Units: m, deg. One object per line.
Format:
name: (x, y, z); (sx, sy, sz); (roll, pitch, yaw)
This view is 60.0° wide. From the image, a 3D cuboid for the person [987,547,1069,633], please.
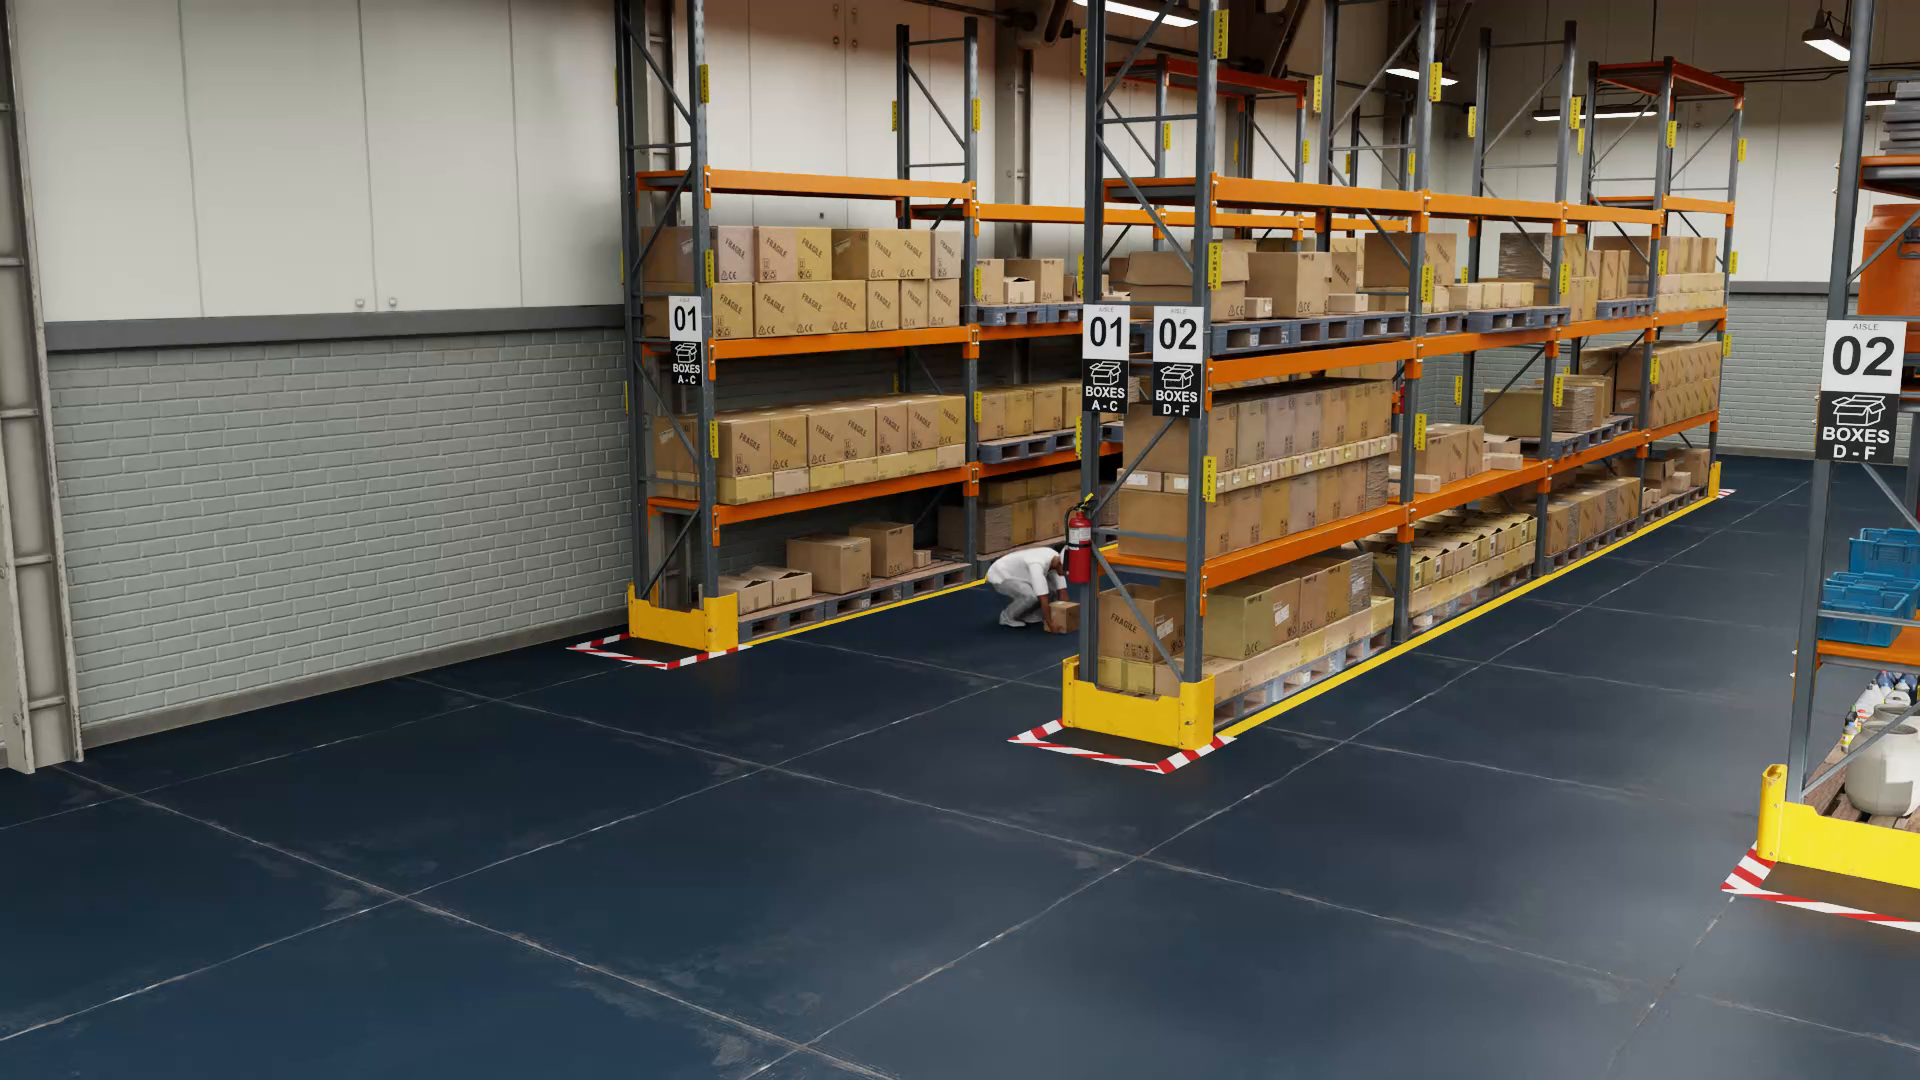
person: (0.740, 0.466, 16.136); (0.949, 0.845, 0.534); (7, 12, 35)
